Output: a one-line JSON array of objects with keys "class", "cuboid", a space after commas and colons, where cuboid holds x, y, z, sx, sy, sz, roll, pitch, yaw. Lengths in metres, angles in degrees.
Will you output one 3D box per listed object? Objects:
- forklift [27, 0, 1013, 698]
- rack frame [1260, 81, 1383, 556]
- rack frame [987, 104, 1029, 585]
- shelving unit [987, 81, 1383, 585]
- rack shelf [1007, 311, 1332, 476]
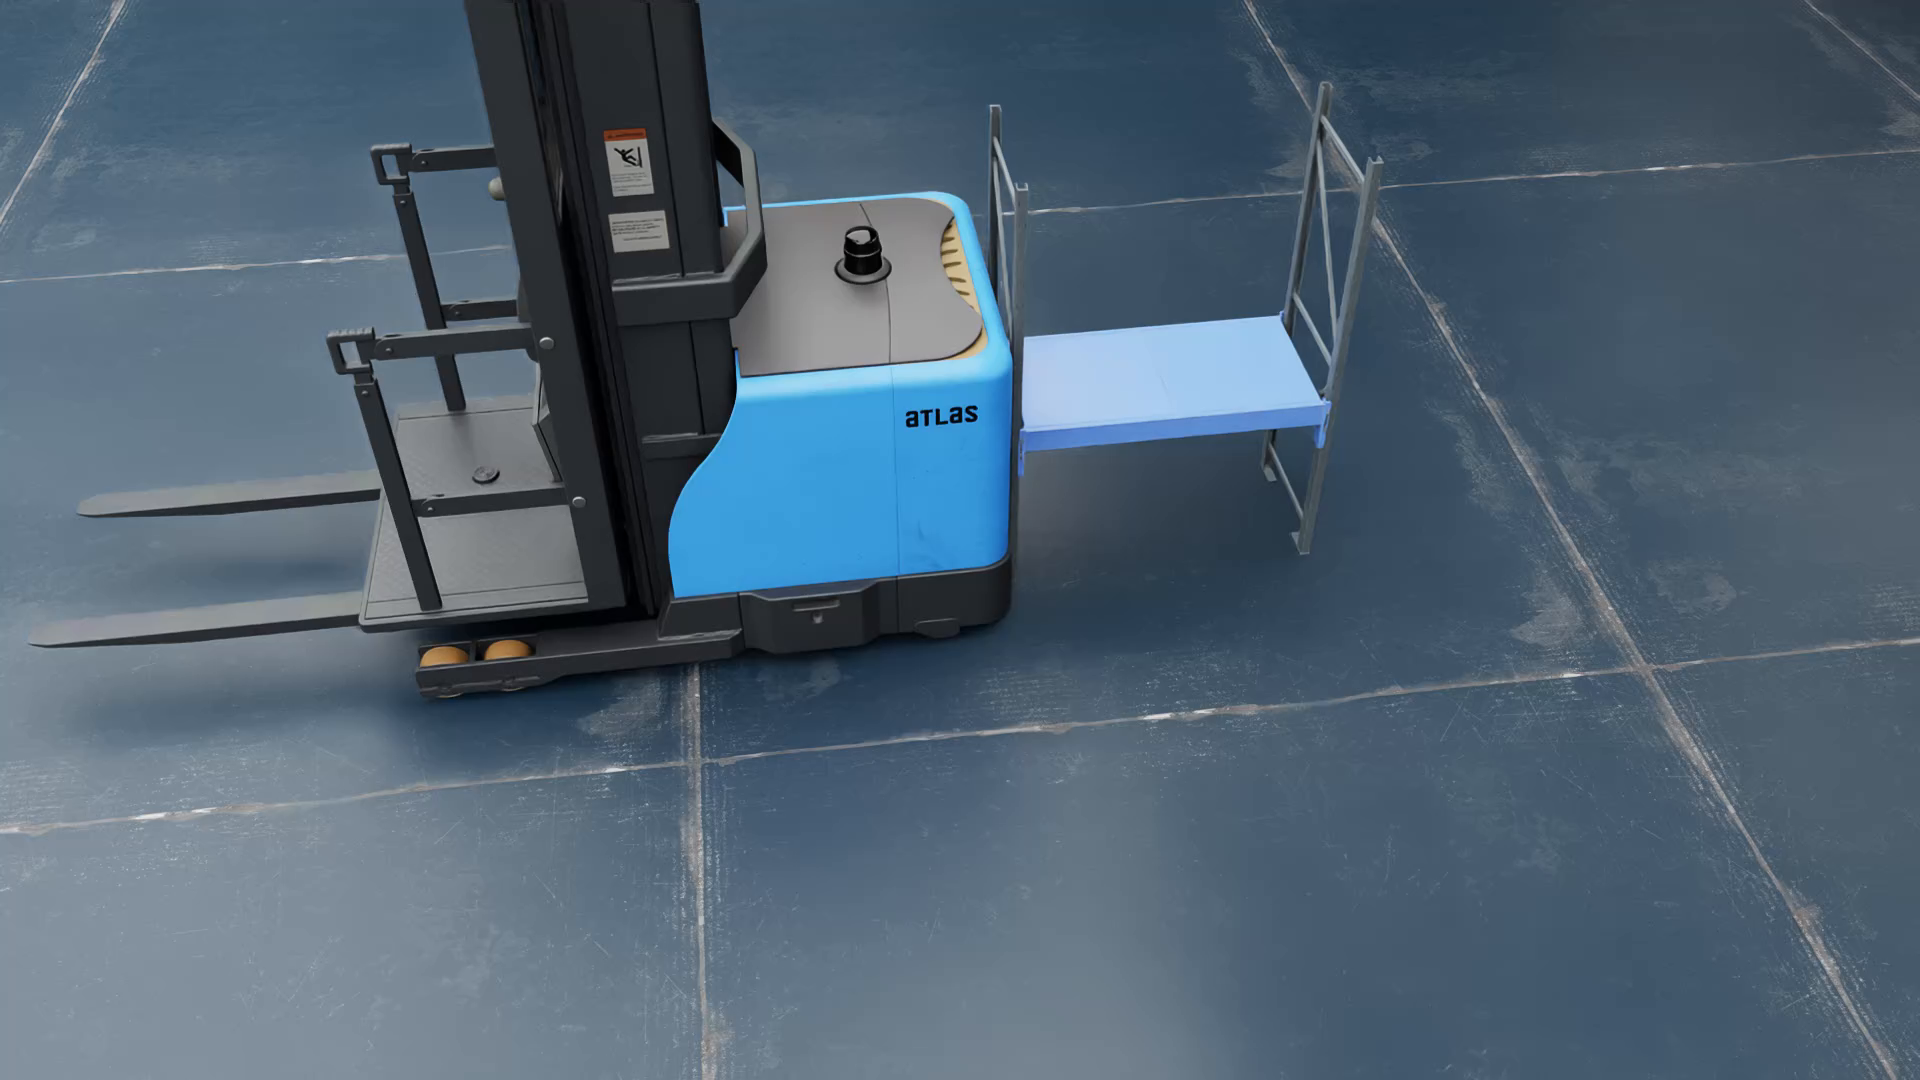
[{"class": "forklift", "cuboid": [-1.396, -0.975, 4.643, 3.031, 2.935, 1.130, -6, 42, -6]}, {"class": "rack frame", "cuboid": [1.144, -0.671, 5.374, 0.032, 1.500, 0.500, -6, 42, -6]}, {"class": "rack frame", "cuboid": [0.138, -0.572, 5.264, 0.032, 1.500, 0.500, -6, 42, -6]}, {"class": "shelving unit", "cuboid": [0.641, -0.621, 5.319, 1.048, 1.500, 0.538, -6, 42, -6]}, {"class": "rack shelf", "cuboid": [0.641, -0.488, 5.440, 1.000, 0.185, 0.538, -6, 42, -6]}]
